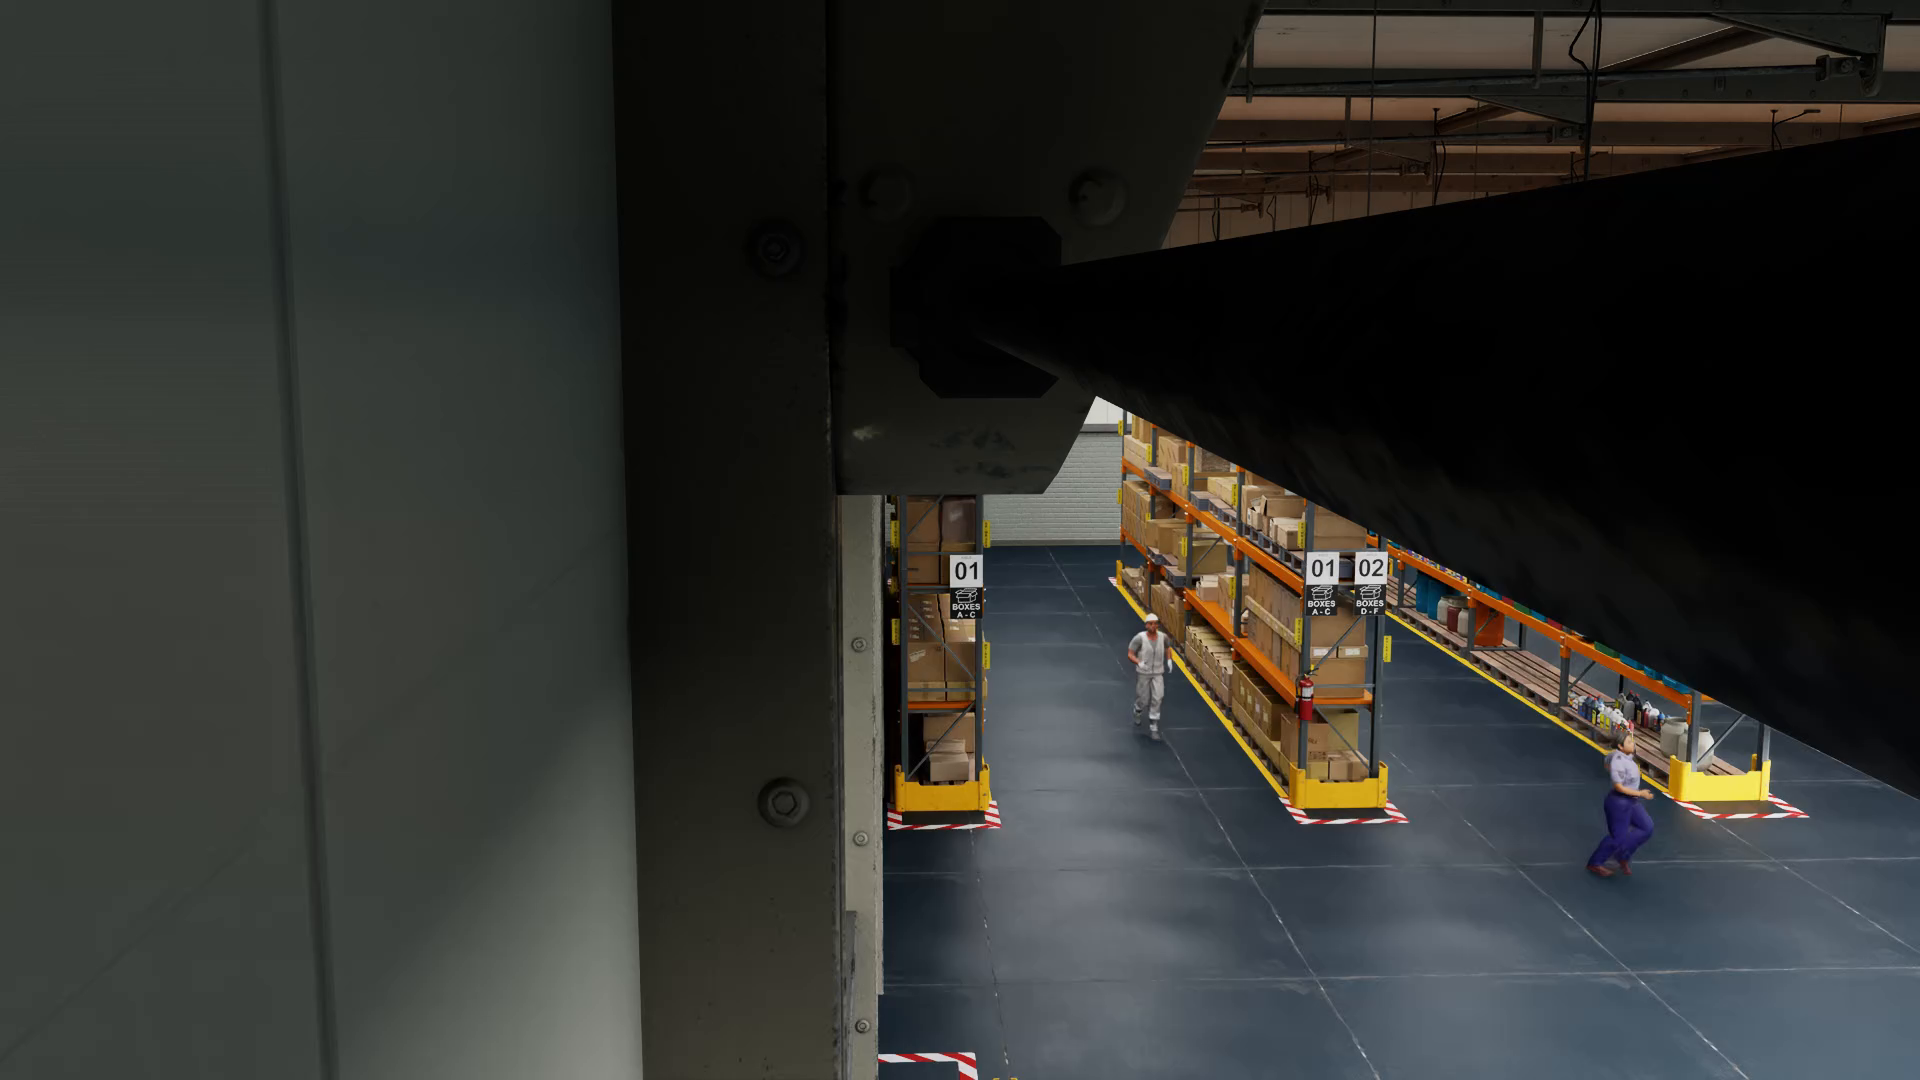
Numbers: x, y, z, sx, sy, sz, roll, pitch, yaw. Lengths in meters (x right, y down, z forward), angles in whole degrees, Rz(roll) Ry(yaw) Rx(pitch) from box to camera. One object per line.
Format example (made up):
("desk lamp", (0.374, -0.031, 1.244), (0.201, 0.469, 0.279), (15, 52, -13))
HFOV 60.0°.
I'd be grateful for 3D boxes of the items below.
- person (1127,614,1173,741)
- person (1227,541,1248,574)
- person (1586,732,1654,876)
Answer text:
("person", (2.739, 1.932, 23.958), (0.686, 1.792, 0.839), (-1, 9, -9))
("person", (5.904, 0.295, 35.225), (0.587, 1.734, 0.805), (-1, 8, -5))
("person", (7.225, 2.888, 18.137), (0.653, 1.621, 0.614), (5, 10, 30))
